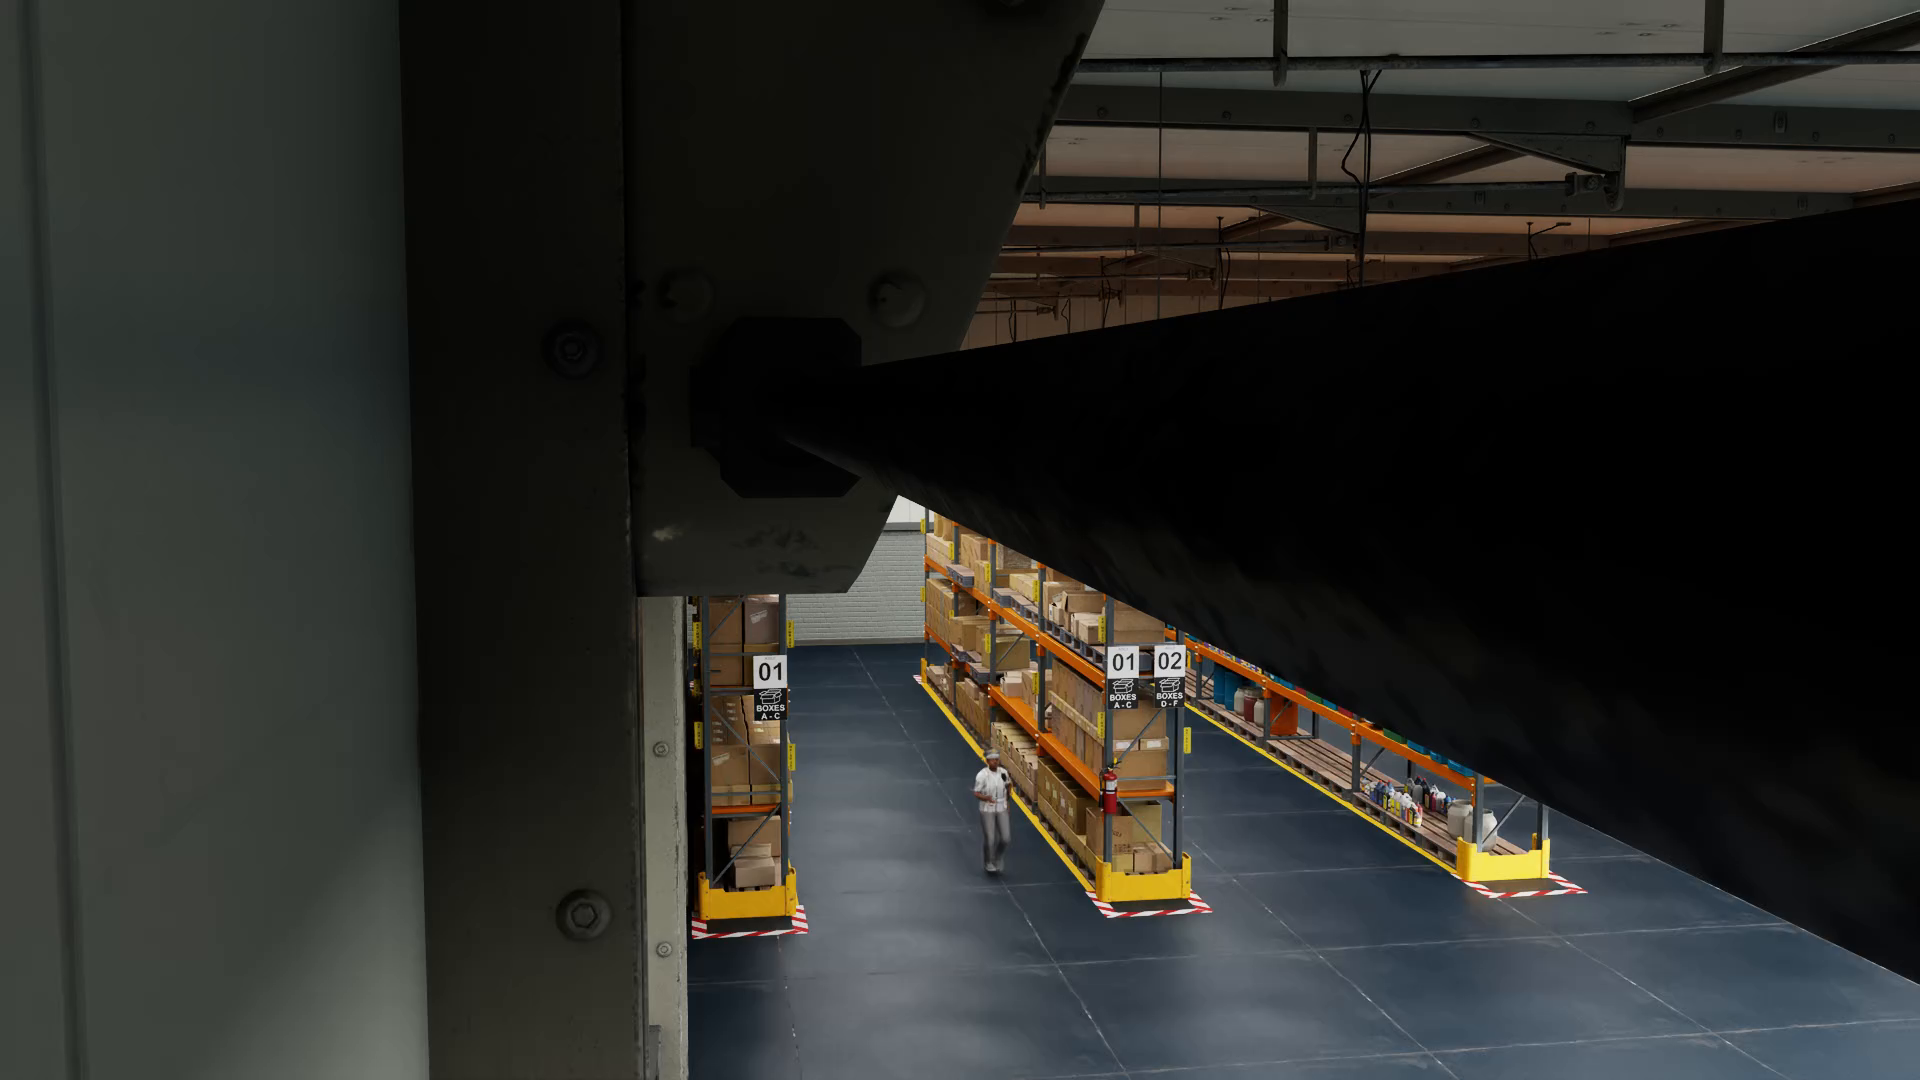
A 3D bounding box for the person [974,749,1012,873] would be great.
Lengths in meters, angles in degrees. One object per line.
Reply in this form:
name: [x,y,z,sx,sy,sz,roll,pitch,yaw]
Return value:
person: [0.471,3.572,21.846,0.561,1.681,0.599,-1,5,-14]
